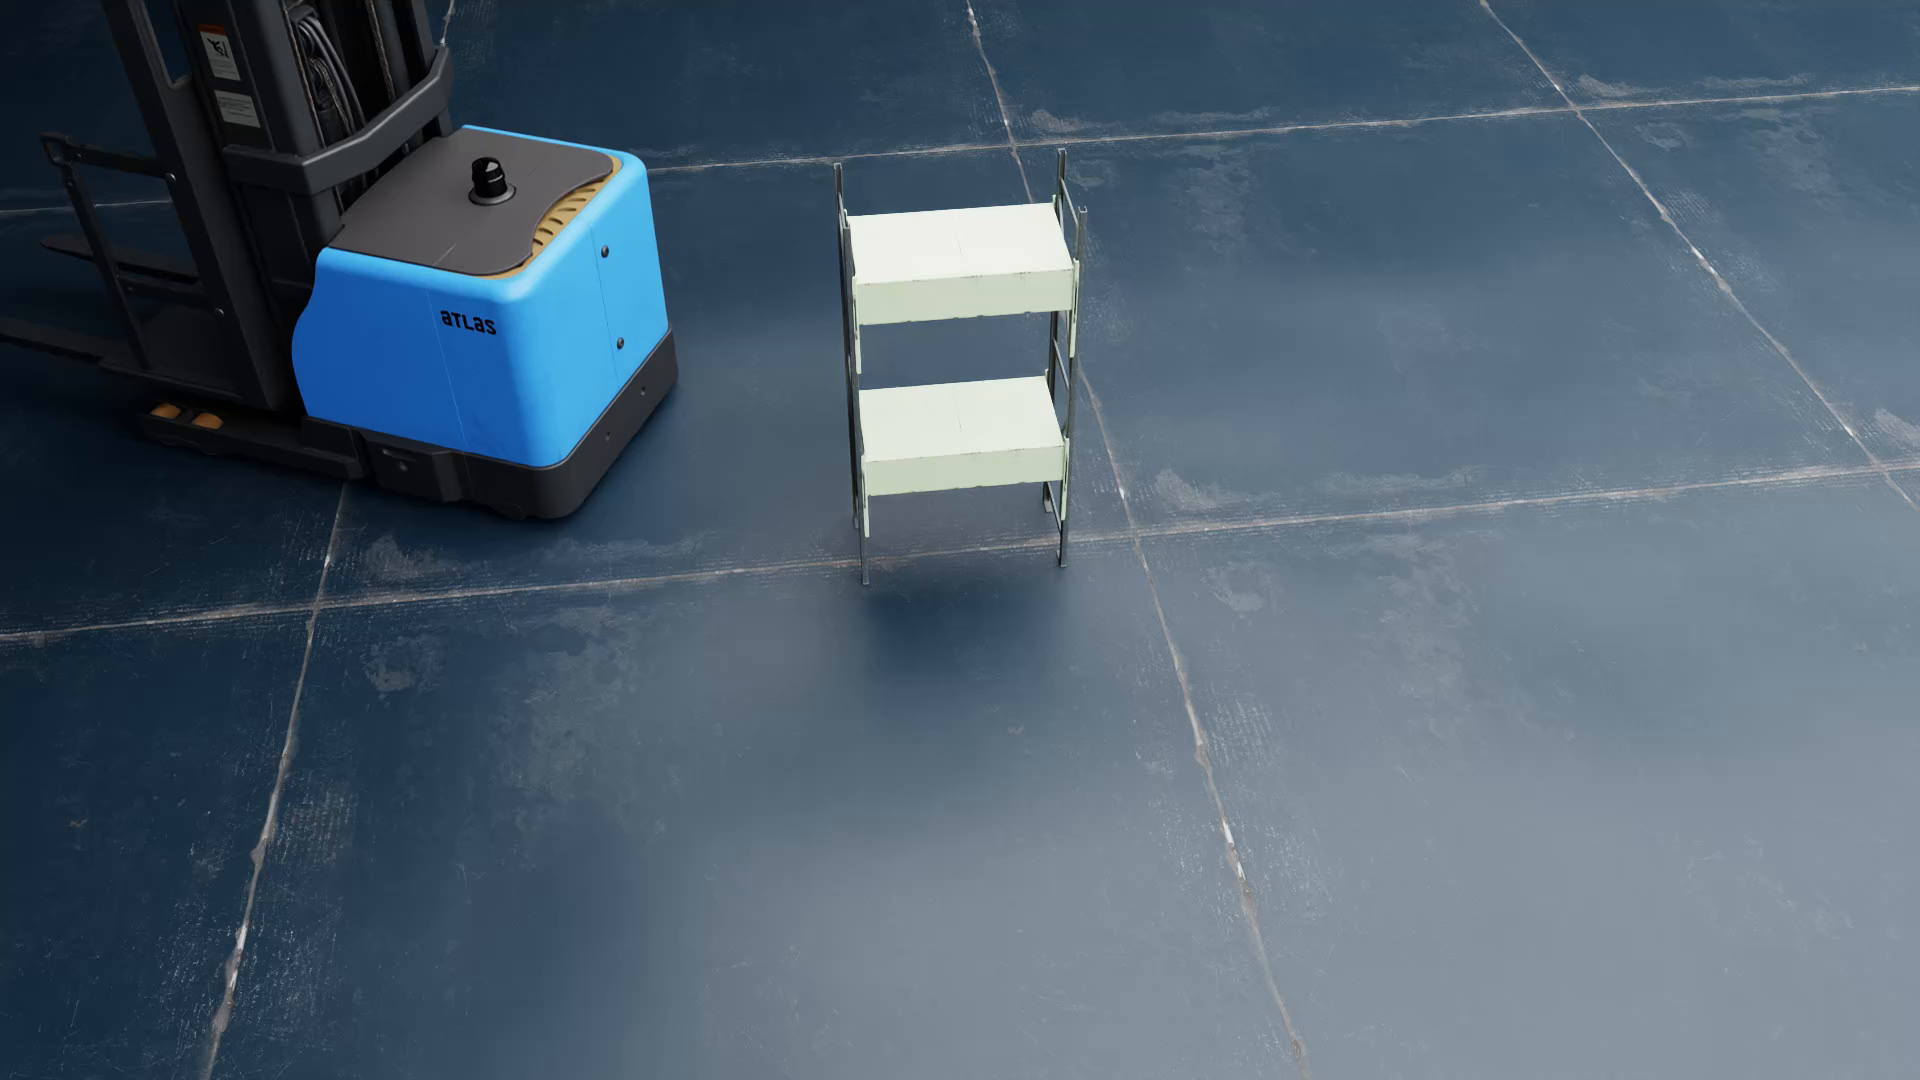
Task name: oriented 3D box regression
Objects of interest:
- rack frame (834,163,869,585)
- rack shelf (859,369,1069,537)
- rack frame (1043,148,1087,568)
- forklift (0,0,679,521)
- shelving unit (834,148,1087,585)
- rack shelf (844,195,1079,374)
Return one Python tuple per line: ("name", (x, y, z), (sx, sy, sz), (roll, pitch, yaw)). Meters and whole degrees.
("rack frame", (-0.370, -0.525, 5.712), (0.023, 1.500, 0.400), (-5, 42, -6))
("rack shelf", (-0.007, -0.314, 5.965), (0.720, 0.370, 0.431), (-5, 42, -6))
("rack frame", (0.356, -0.588, 5.782), (0.023, 1.500, 0.400), (-5, 42, -6))
("forklift", (-2.742, -1.749, 6.000), (3.031, 2.935, 1.130), (13, 44, 14))
("shelving unit", (-0.007, -0.556, 5.747), (0.755, 1.500, 0.431), (-5, 42, -6))
("rack shelf", (-0.007, -0.846, 5.486), (0.720, 0.370, 0.431), (-5, 42, -6))
